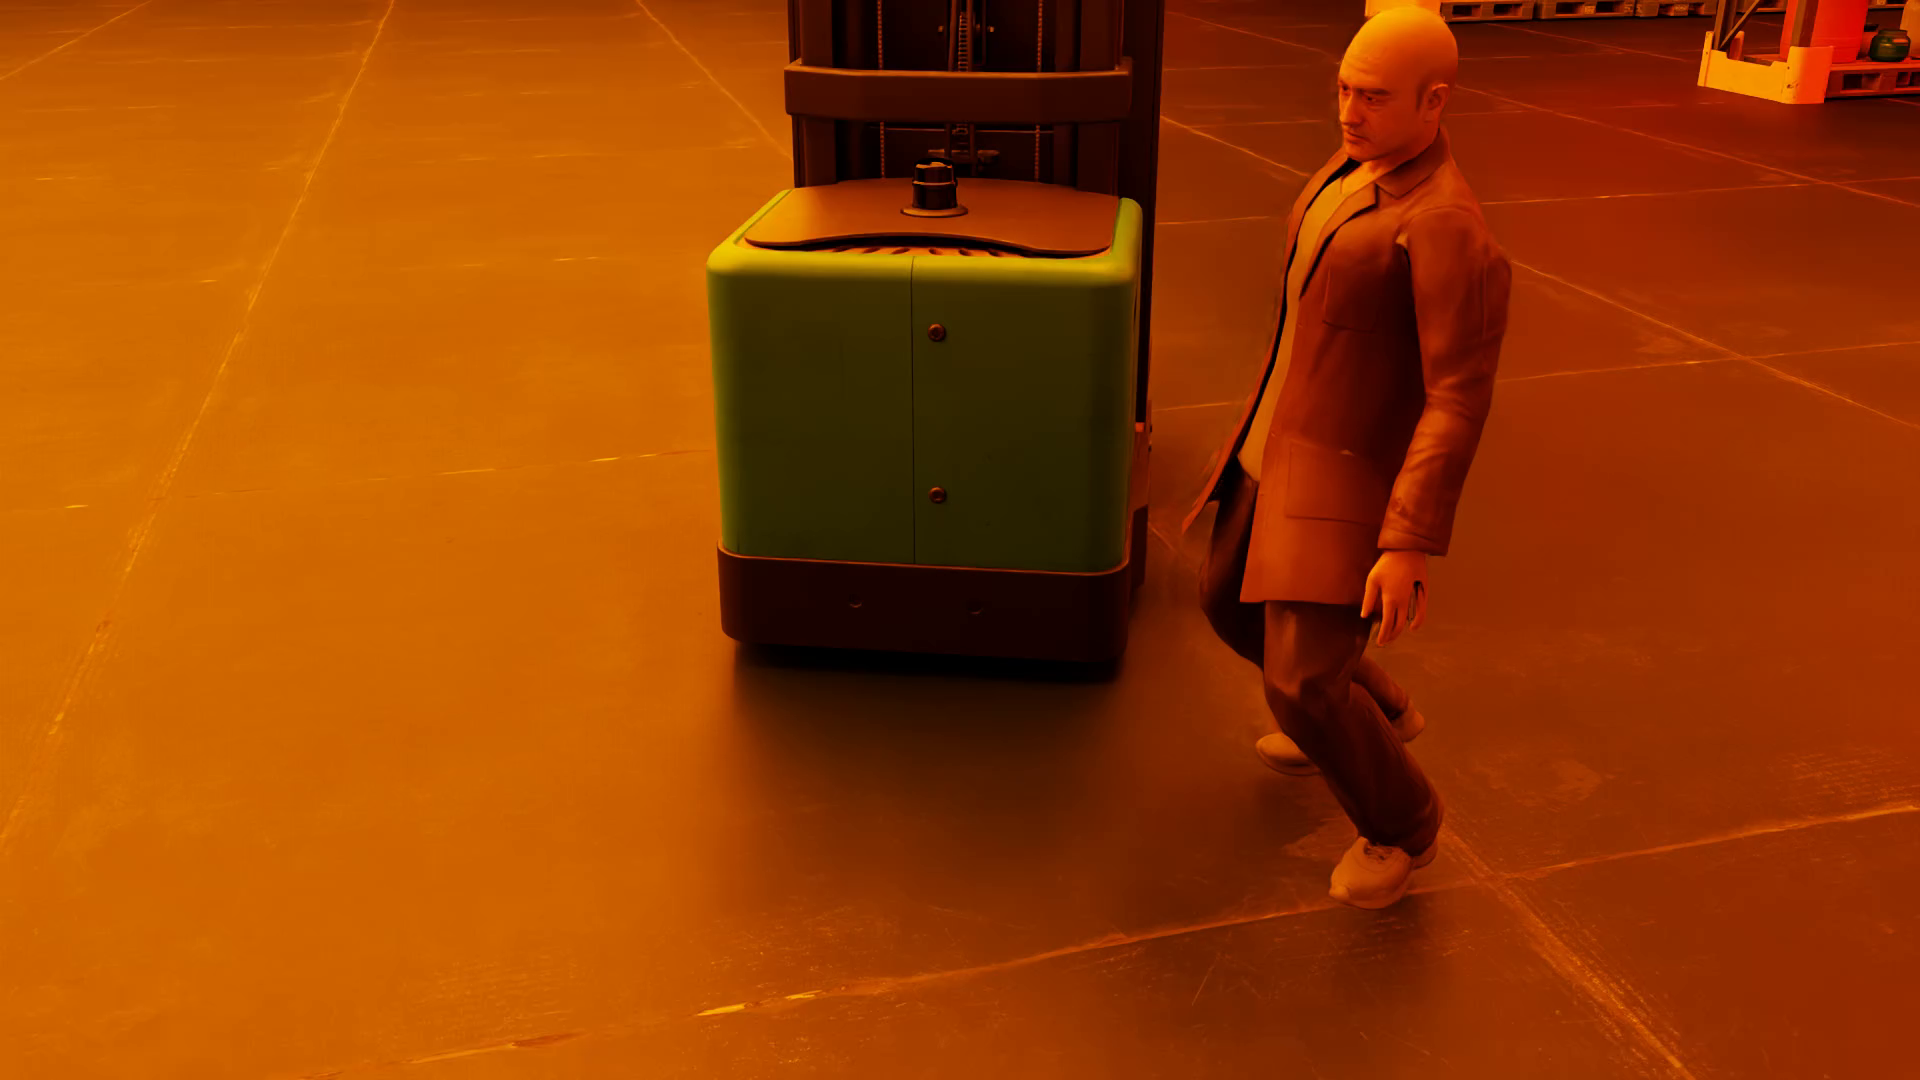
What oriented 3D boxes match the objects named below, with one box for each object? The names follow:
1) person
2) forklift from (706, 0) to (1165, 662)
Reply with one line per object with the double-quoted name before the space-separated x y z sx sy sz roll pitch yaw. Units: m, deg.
"person" 0.760 -0.181 3.245 0.585 1.670 0.928 -3 23 -7
"forklift" 0.076 -1.586 5.036 1.130 2.935 3.031 3 23 7
